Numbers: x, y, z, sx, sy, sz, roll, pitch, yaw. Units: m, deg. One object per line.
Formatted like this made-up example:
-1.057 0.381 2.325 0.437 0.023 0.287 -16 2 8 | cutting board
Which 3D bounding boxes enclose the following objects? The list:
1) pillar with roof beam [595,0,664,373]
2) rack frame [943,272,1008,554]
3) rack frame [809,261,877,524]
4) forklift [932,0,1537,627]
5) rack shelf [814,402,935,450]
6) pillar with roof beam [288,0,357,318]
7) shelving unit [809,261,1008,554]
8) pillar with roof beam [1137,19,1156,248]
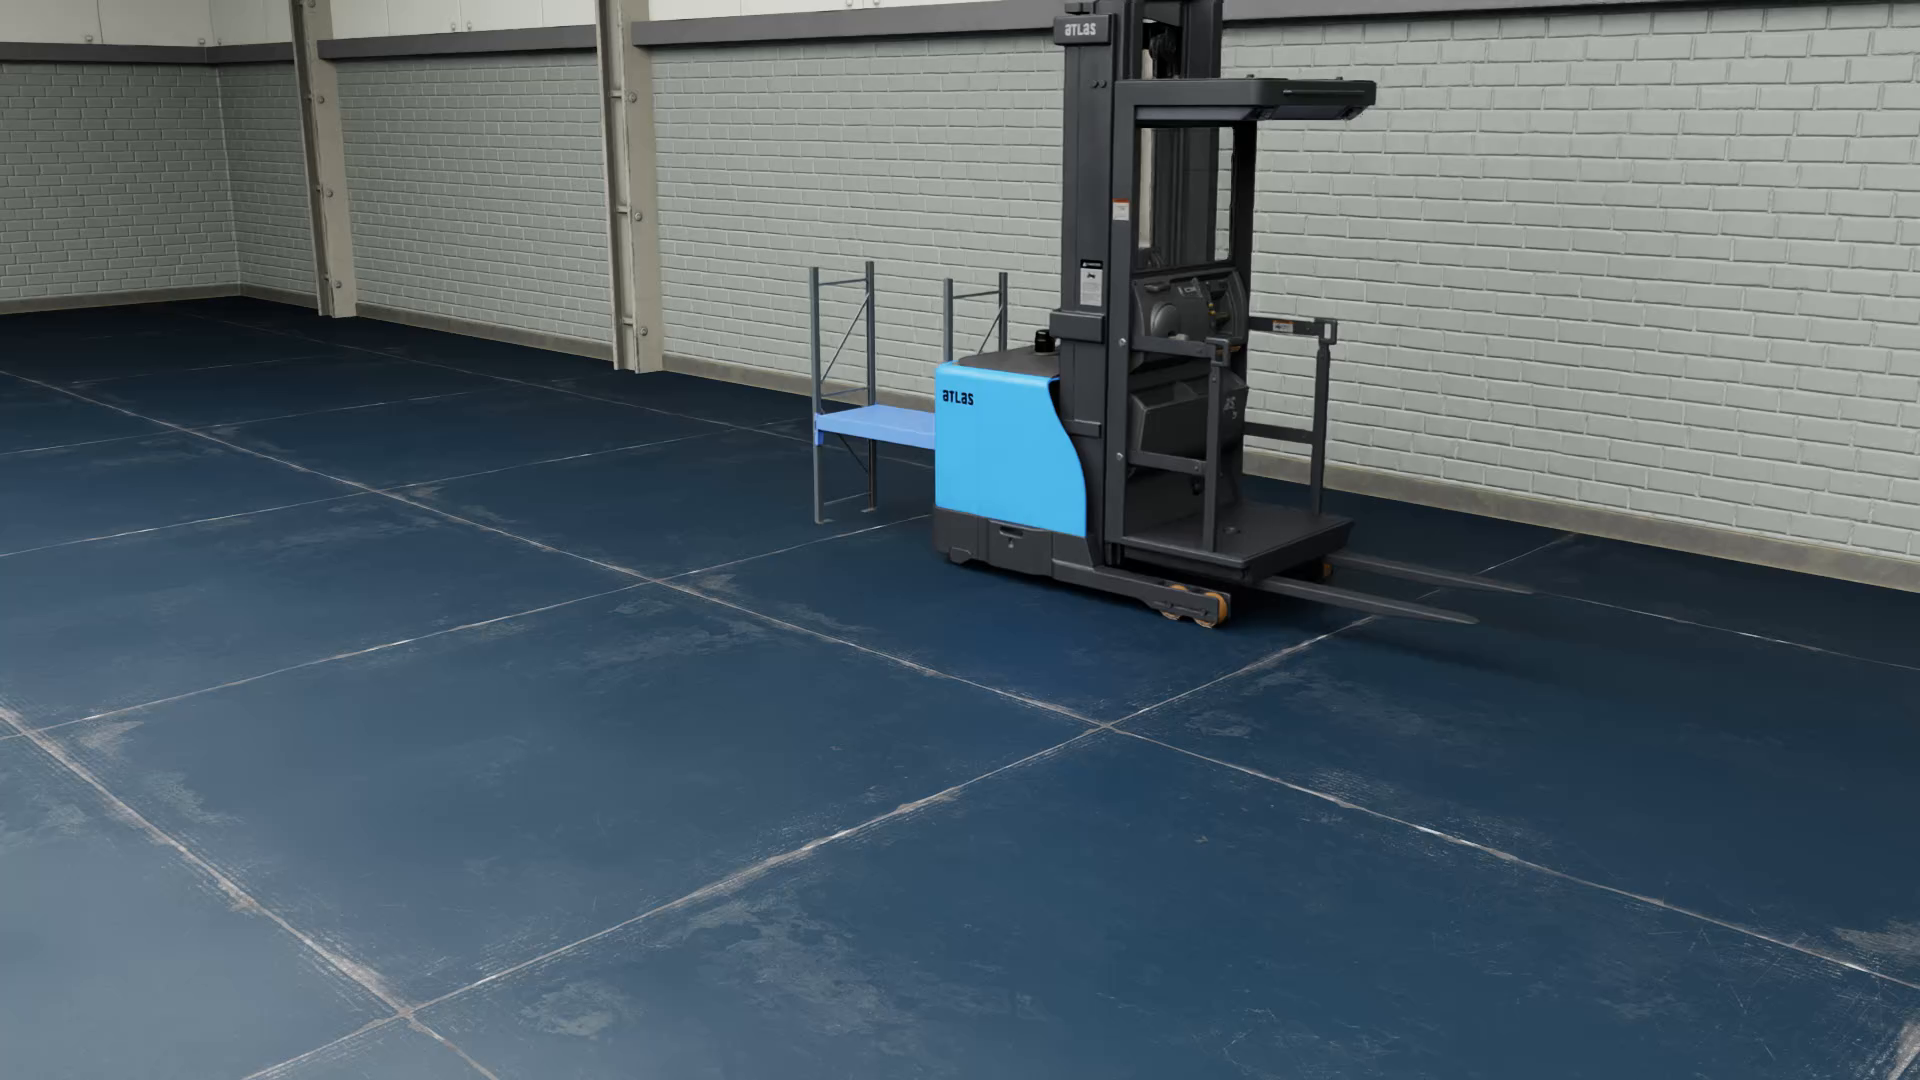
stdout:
-5.985 -5.169 11.423 0.400 9.000 9.100 14 20 42 | pillar with roof beam
0.087 -0.700 9.146 0.032 1.500 0.500 12 19 39 | rack frame
-0.680 -0.868 9.791 0.032 1.500 0.500 12 19 39 | rack frame
1.295 -1.155 8.051 3.031 2.935 1.130 12 19 39 | forklift
-0.297 -0.610 9.514 1.000 0.185 0.538 12 19 39 | rack shelf
-10.304 -6.219 15.453 0.400 9.000 9.100 14 20 42 | pillar with roof beam
-0.297 -0.784 9.468 1.048 1.500 0.538 12 19 39 | shelving unit
-1.666 -4.119 7.393 0.400 9.000 9.100 14 20 42 | pillar with roof beam
